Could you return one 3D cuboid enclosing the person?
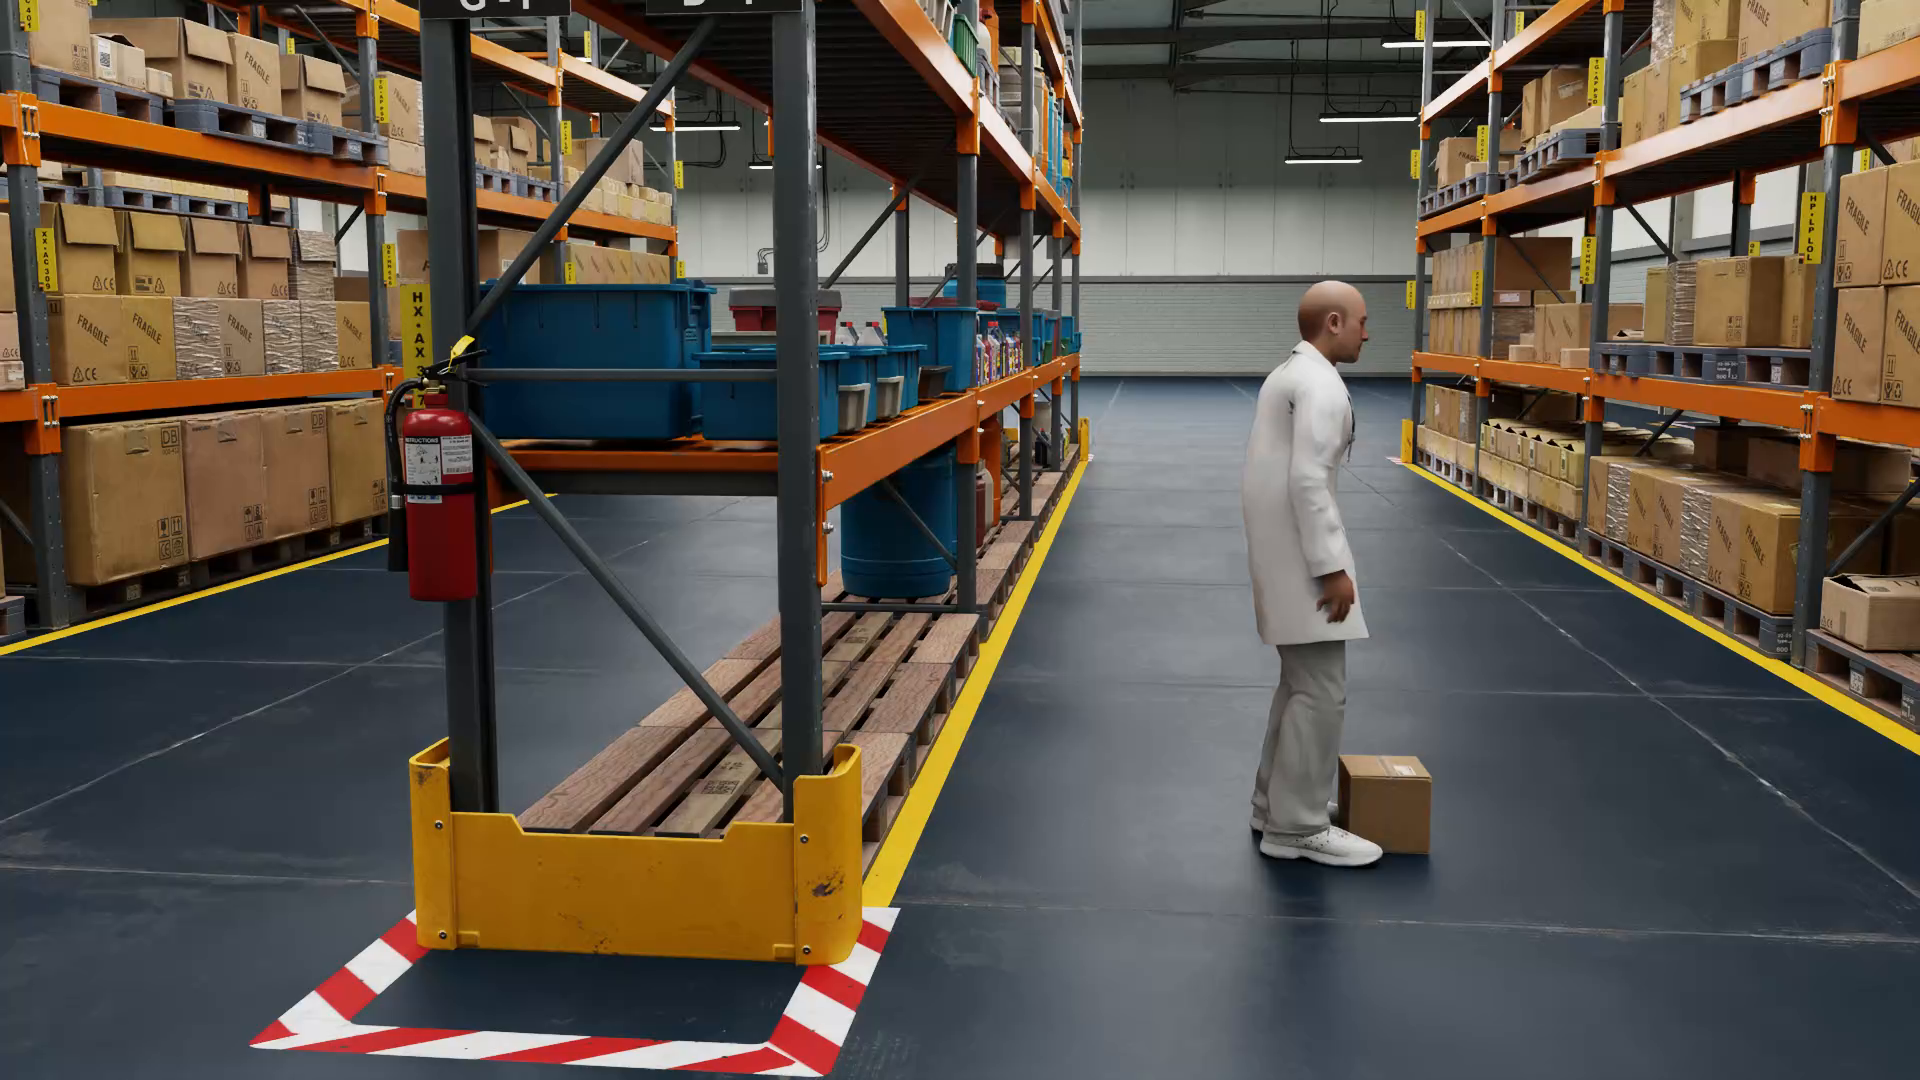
[{"bbox_3d":[1.102,0.080,5.234,0.428,1.773,0.651,0,7,3],"label":"person"}]
